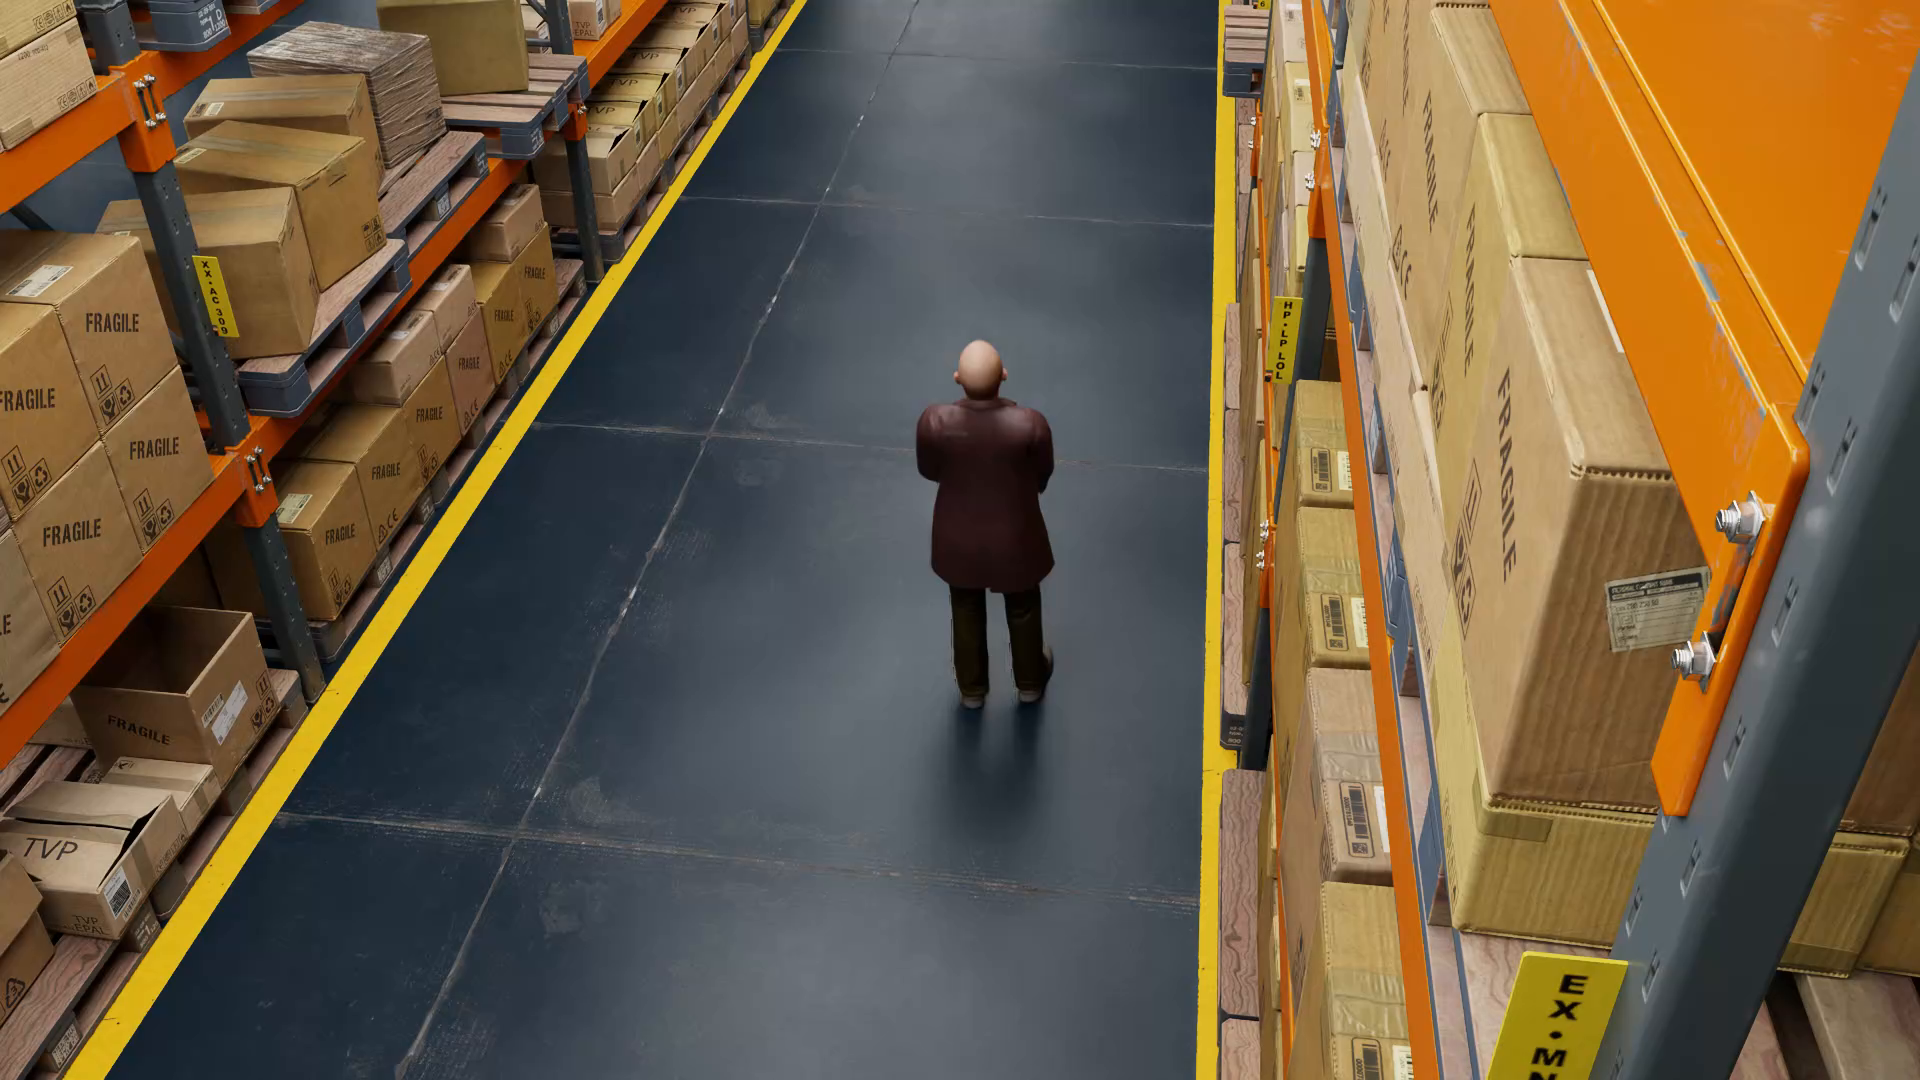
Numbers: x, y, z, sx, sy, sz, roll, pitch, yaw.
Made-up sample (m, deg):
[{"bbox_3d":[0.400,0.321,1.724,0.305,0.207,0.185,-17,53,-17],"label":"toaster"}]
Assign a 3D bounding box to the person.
[{"bbox_3d":[0.118,-0.088,6.778,0.557,1.780,0.529,4,36,6],"label":"person"}]
